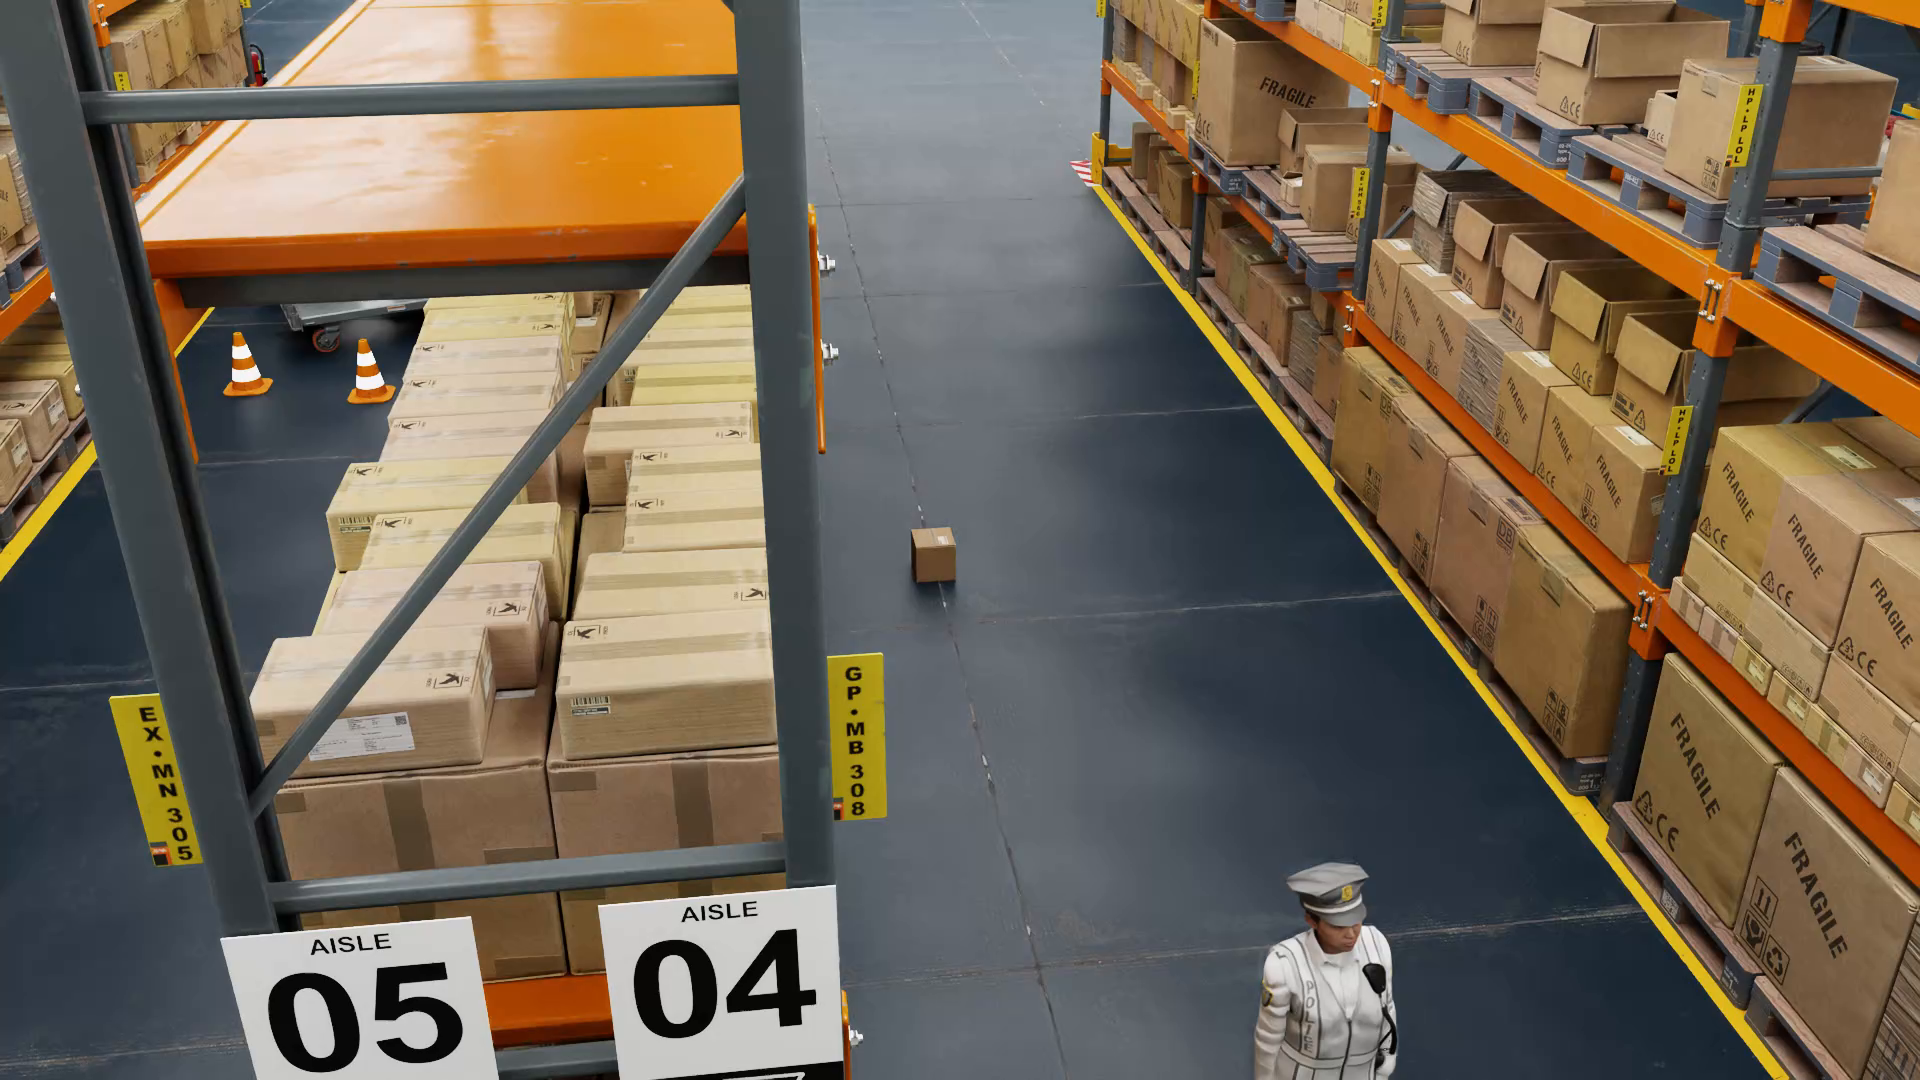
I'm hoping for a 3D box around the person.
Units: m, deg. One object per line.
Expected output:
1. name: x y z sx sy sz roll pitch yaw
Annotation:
1. person: 1.211 1.771 5.584 0.492 1.670 0.661 -7 28 -12
